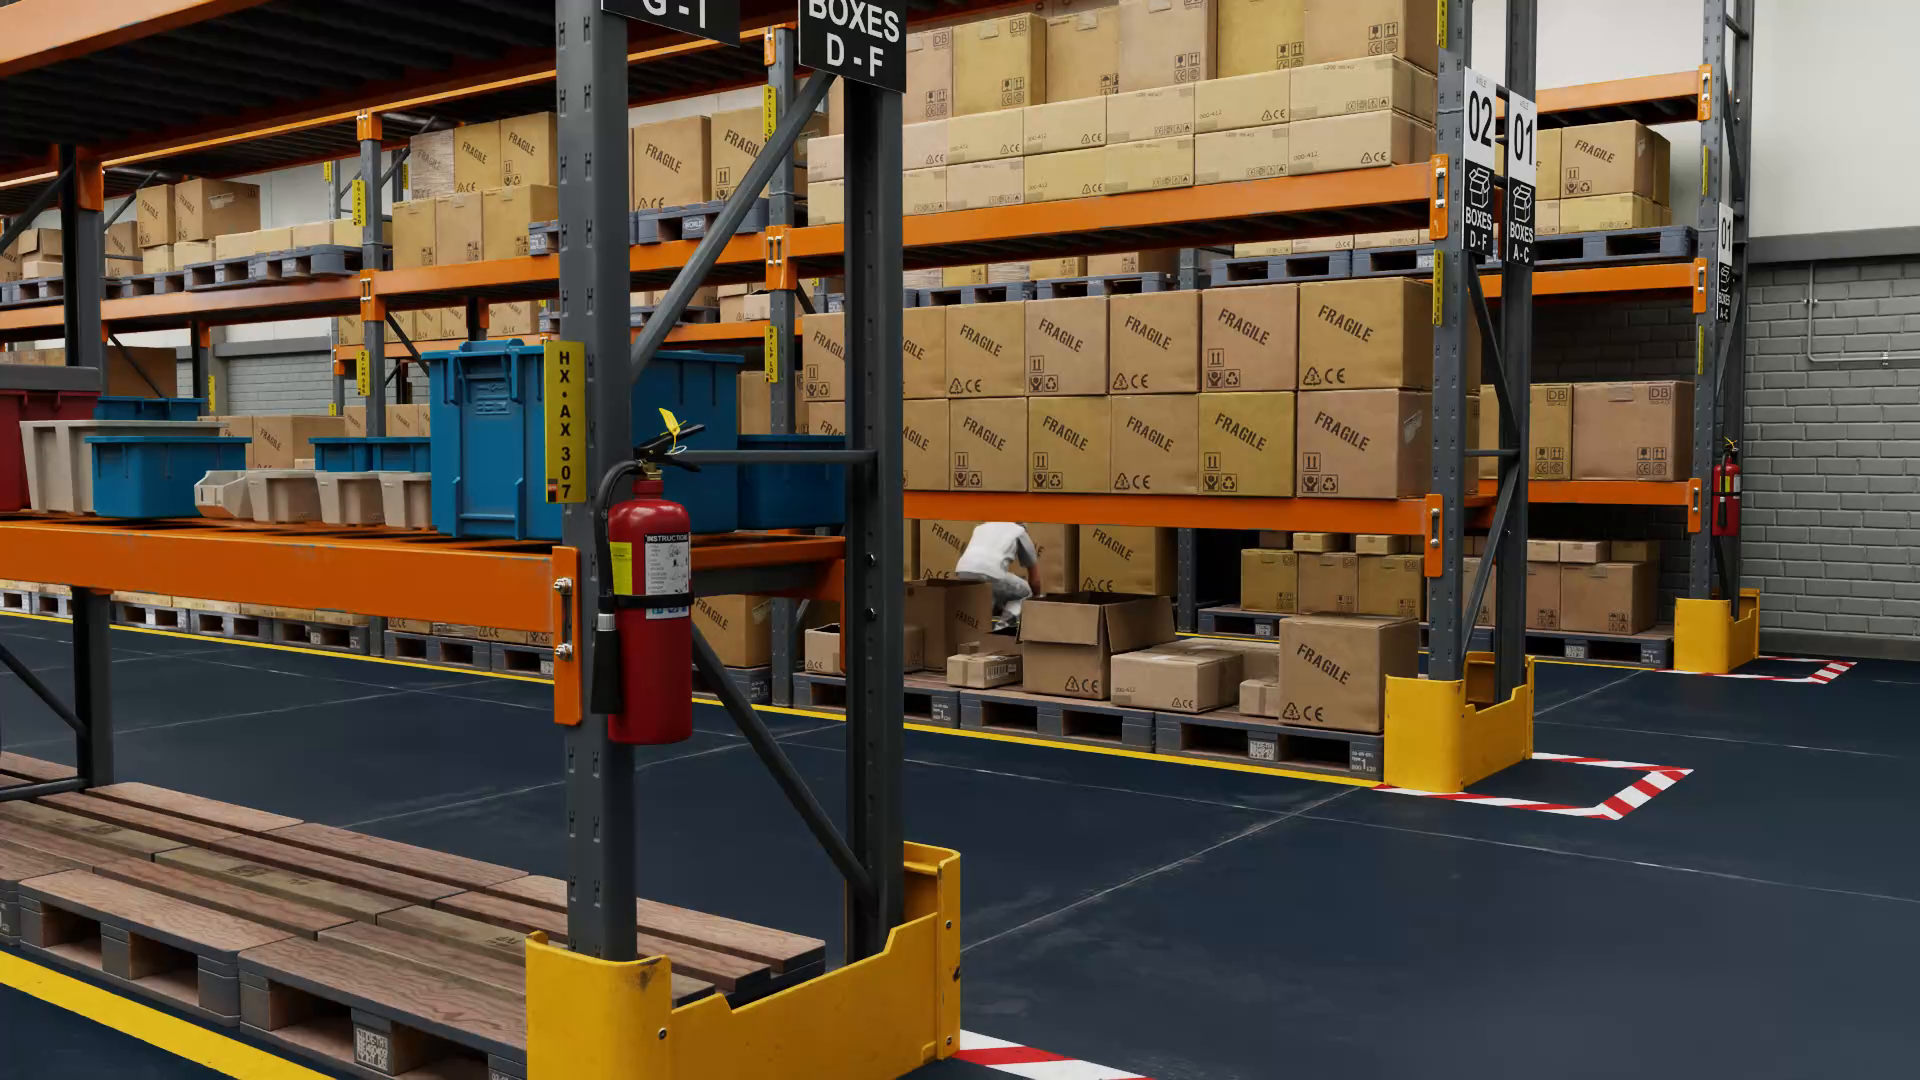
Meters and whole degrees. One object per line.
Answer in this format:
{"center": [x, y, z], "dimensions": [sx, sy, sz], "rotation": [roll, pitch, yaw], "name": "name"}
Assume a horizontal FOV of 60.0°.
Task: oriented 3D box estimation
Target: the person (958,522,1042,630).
{"center": [0.315, 0.314, 13.266], "dimensions": [0.572, 0.990, 0.887], "rotation": [2, 4, 36], "name": "person"}
